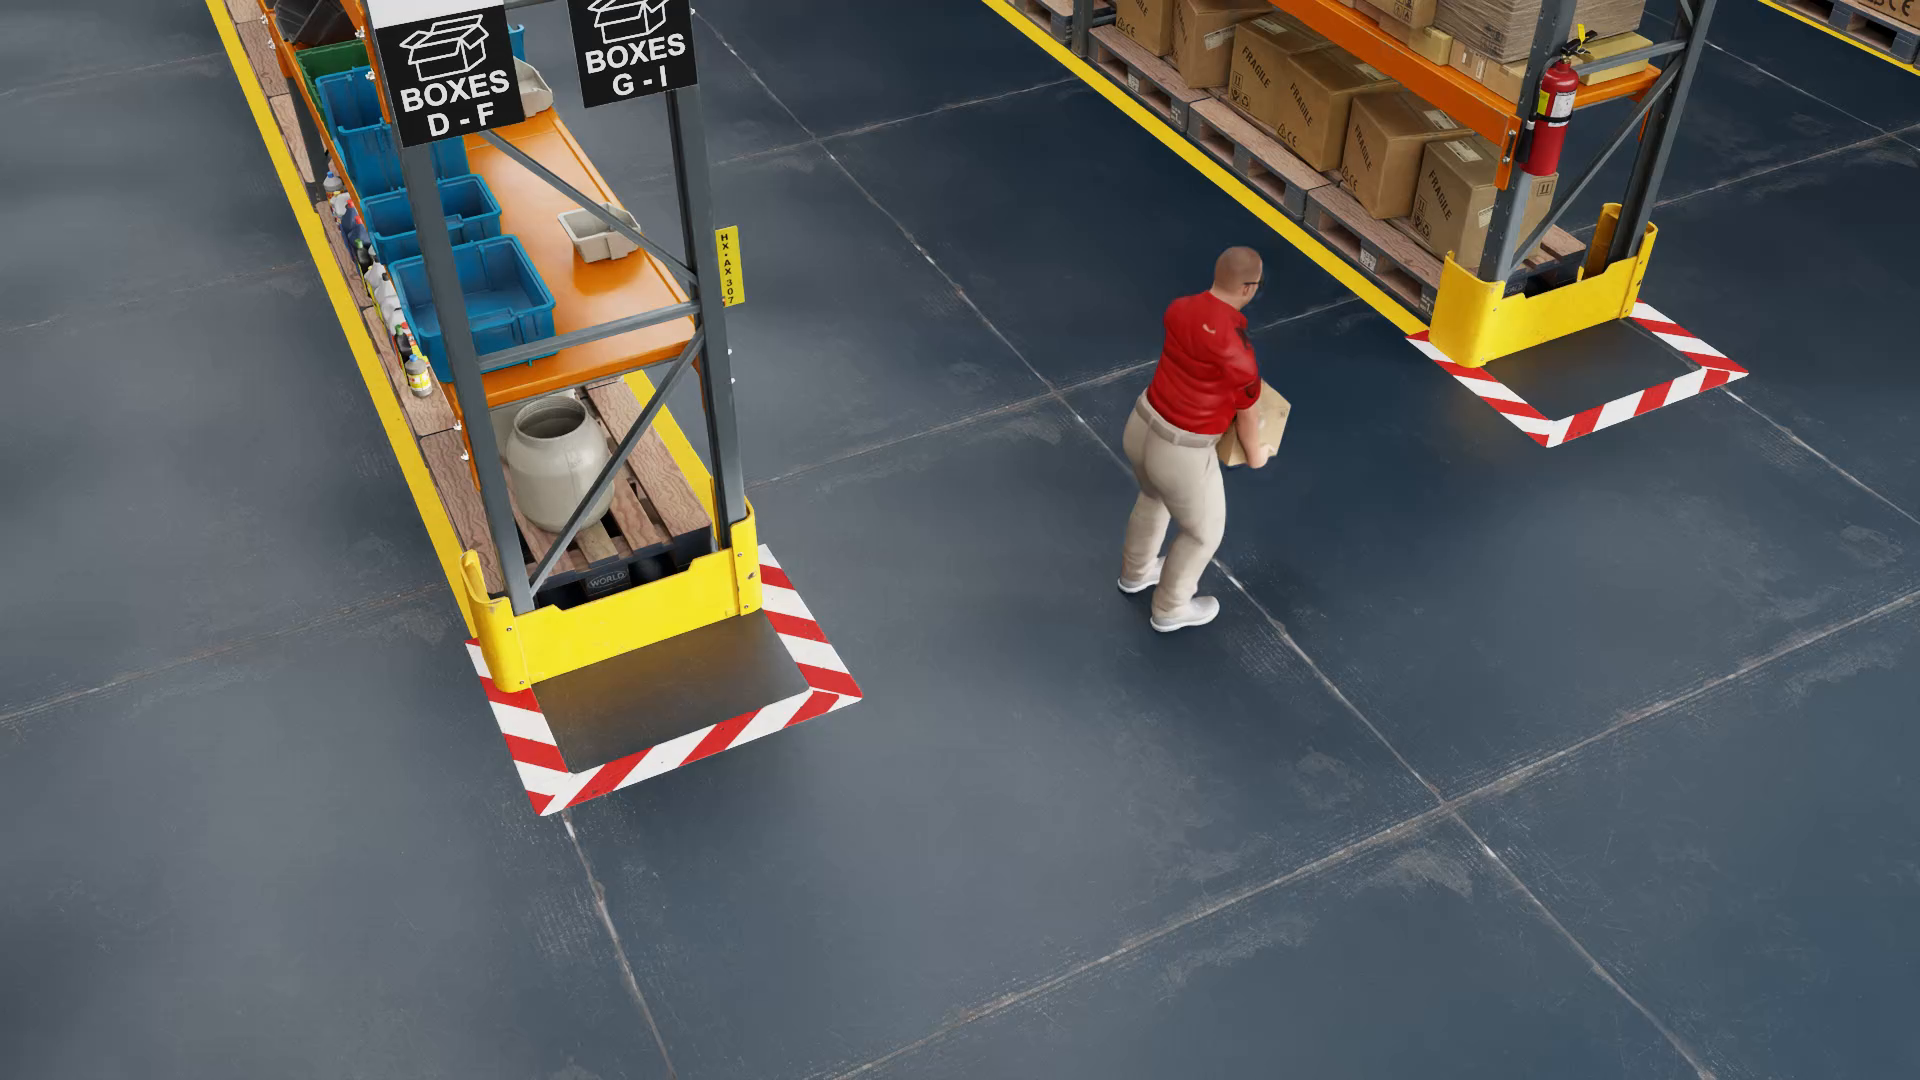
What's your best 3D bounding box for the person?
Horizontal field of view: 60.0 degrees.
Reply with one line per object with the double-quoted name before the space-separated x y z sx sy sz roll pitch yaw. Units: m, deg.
"person" 0.948 -0.407 6.679 0.590 1.684 0.481 -20 45 -21
